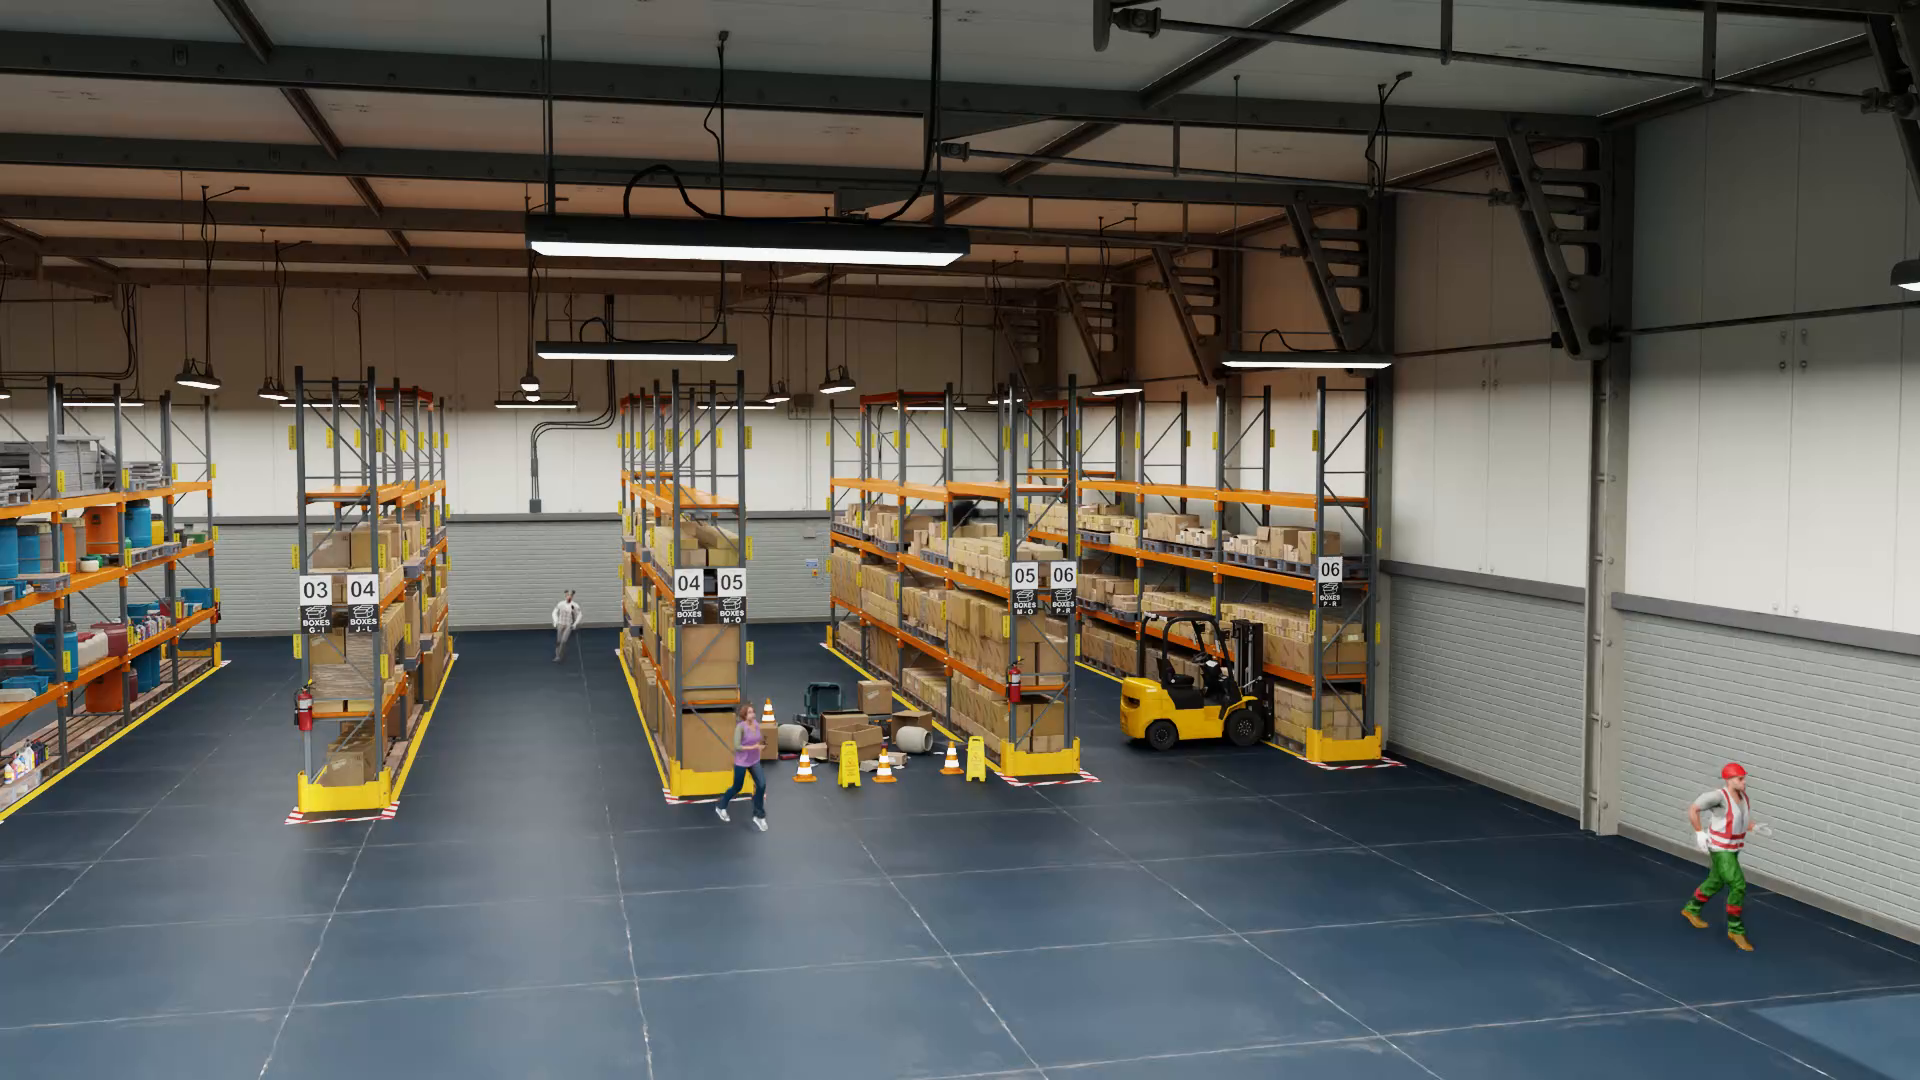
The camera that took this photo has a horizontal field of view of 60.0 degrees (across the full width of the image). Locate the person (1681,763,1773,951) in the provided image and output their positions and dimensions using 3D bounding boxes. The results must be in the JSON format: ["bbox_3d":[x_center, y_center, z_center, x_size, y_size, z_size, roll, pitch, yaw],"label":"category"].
[{"bbox_3d":[7.654,3.125,16.647,0.574,1.831,0.890,-2,4,-36],"label":"person"}]

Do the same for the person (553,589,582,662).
[{"bbox_3d":[-8.955,1.930,37.868,0.633,1.622,0.574,0,3,-8],"label":"person"}]

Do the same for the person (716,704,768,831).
[{"bbox_3d":[-2.786,2.920,21.525,0.848,1.633,0.548,3,5,42],"label":"person"}]
